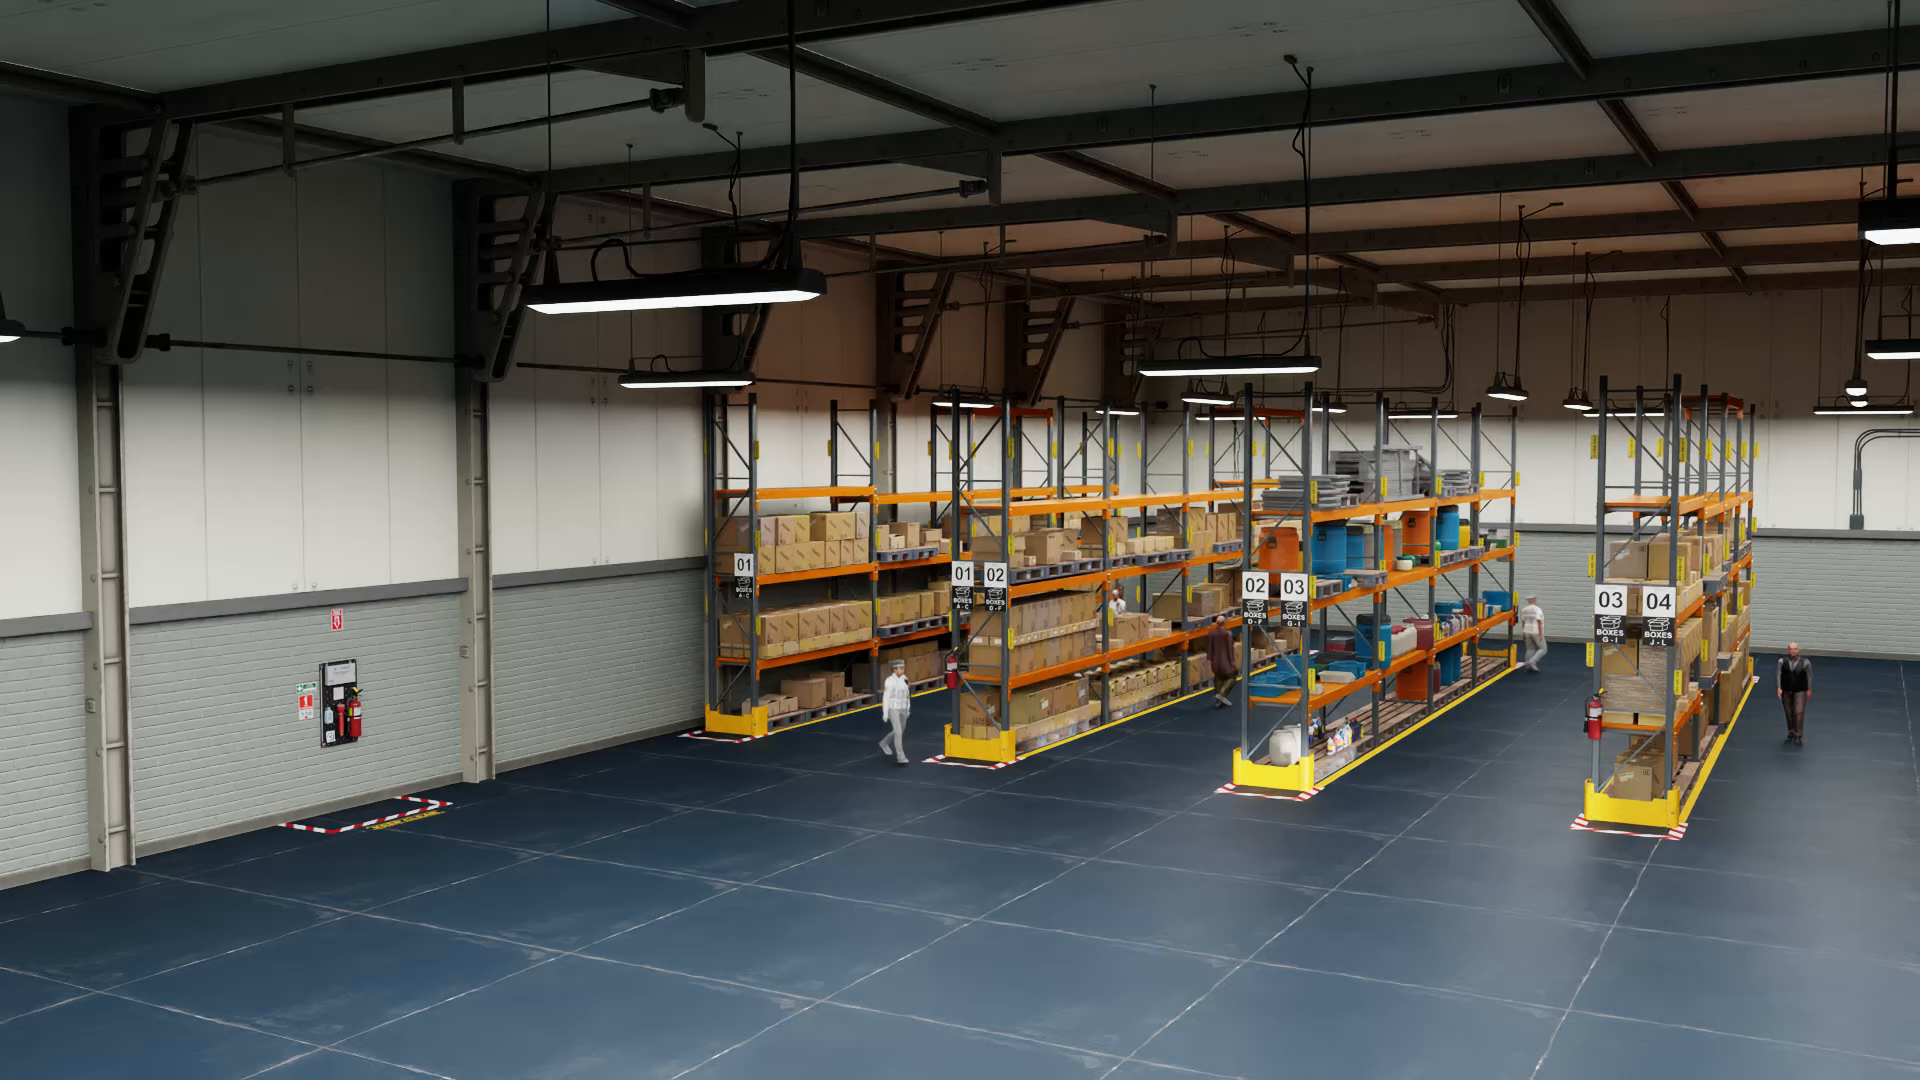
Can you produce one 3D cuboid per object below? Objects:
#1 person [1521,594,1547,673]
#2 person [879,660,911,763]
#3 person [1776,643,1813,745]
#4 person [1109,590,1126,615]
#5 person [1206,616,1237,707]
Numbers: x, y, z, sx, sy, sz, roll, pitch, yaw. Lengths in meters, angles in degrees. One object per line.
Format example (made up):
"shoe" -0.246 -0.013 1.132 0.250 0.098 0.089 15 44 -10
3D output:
"person" 12.824 2.107 37.276 0.525 1.755 0.595 -2 4 -35
"person" -1.032 2.729 26.797 0.521 1.639 0.894 -3 4 -45
"person" 14.245 2.597 28.451 0.554 1.681 0.910 3 4 41
"person" 3.843 2.000 40.337 0.485 1.618 0.857 1 3 26
"person" 5.083 2.366 32.403 0.626 1.777 0.550 2 4 37
